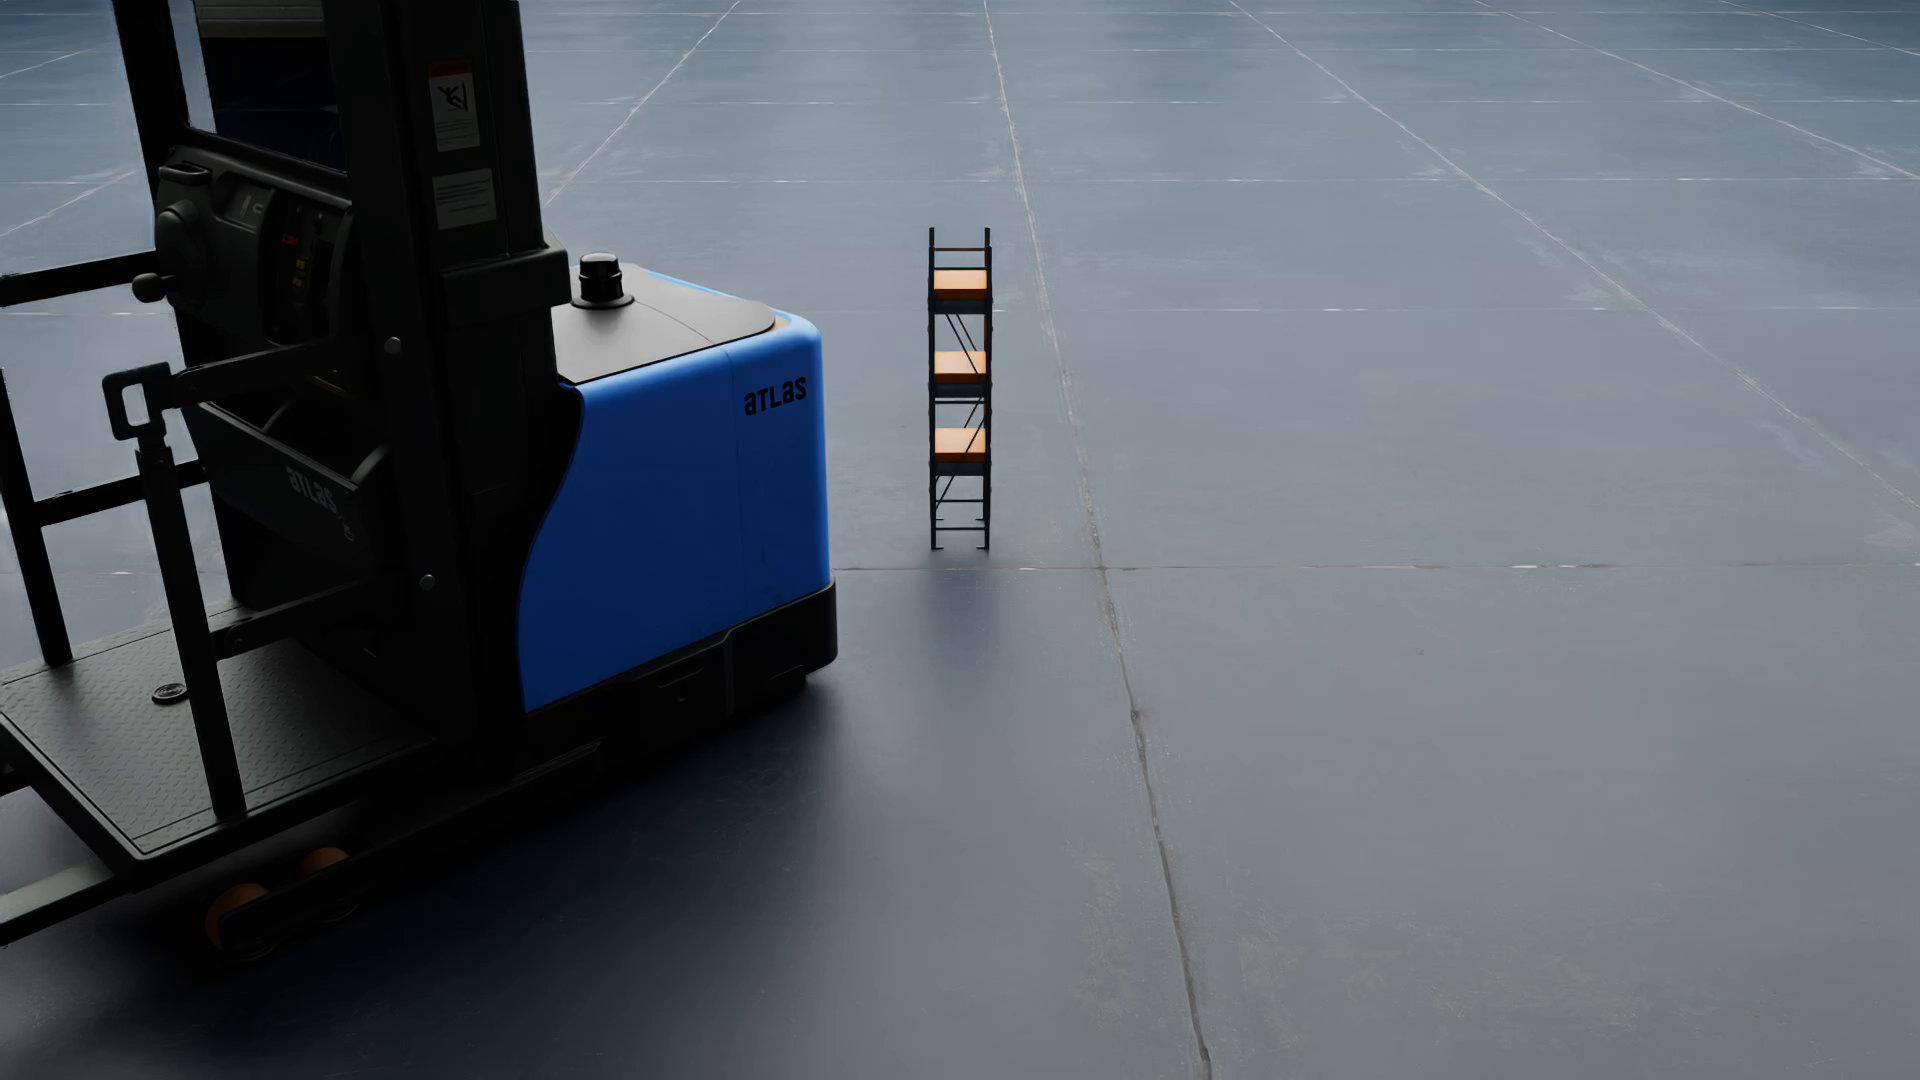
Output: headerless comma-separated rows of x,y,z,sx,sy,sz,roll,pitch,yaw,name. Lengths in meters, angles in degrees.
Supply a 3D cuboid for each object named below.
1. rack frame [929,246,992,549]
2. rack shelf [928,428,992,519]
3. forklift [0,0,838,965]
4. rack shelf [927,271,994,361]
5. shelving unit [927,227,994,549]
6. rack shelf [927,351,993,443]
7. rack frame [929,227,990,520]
0.001,-0.450,5.471,0.200,1.050,0.008,0,24,-1,rack frame
-0.001,-0.238,5.701,0.215,0.259,0.240,0,24,-1,rack shelf
-1.742,-0.642,3.612,1.130,2.935,3.031,22,32,39,forklift
-0.001,-0.749,5.470,0.215,0.259,0.240,0,24,-1,rack shelf
-0.001,-0.500,5.582,0.215,1.050,0.252,0,24,-1,shelving unit
-0.001,-0.491,5.587,0.215,0.259,0.240,0,24,-1,rack shelf
-0.002,-0.551,5.694,0.200,1.050,0.008,0,24,-1,rack frame
